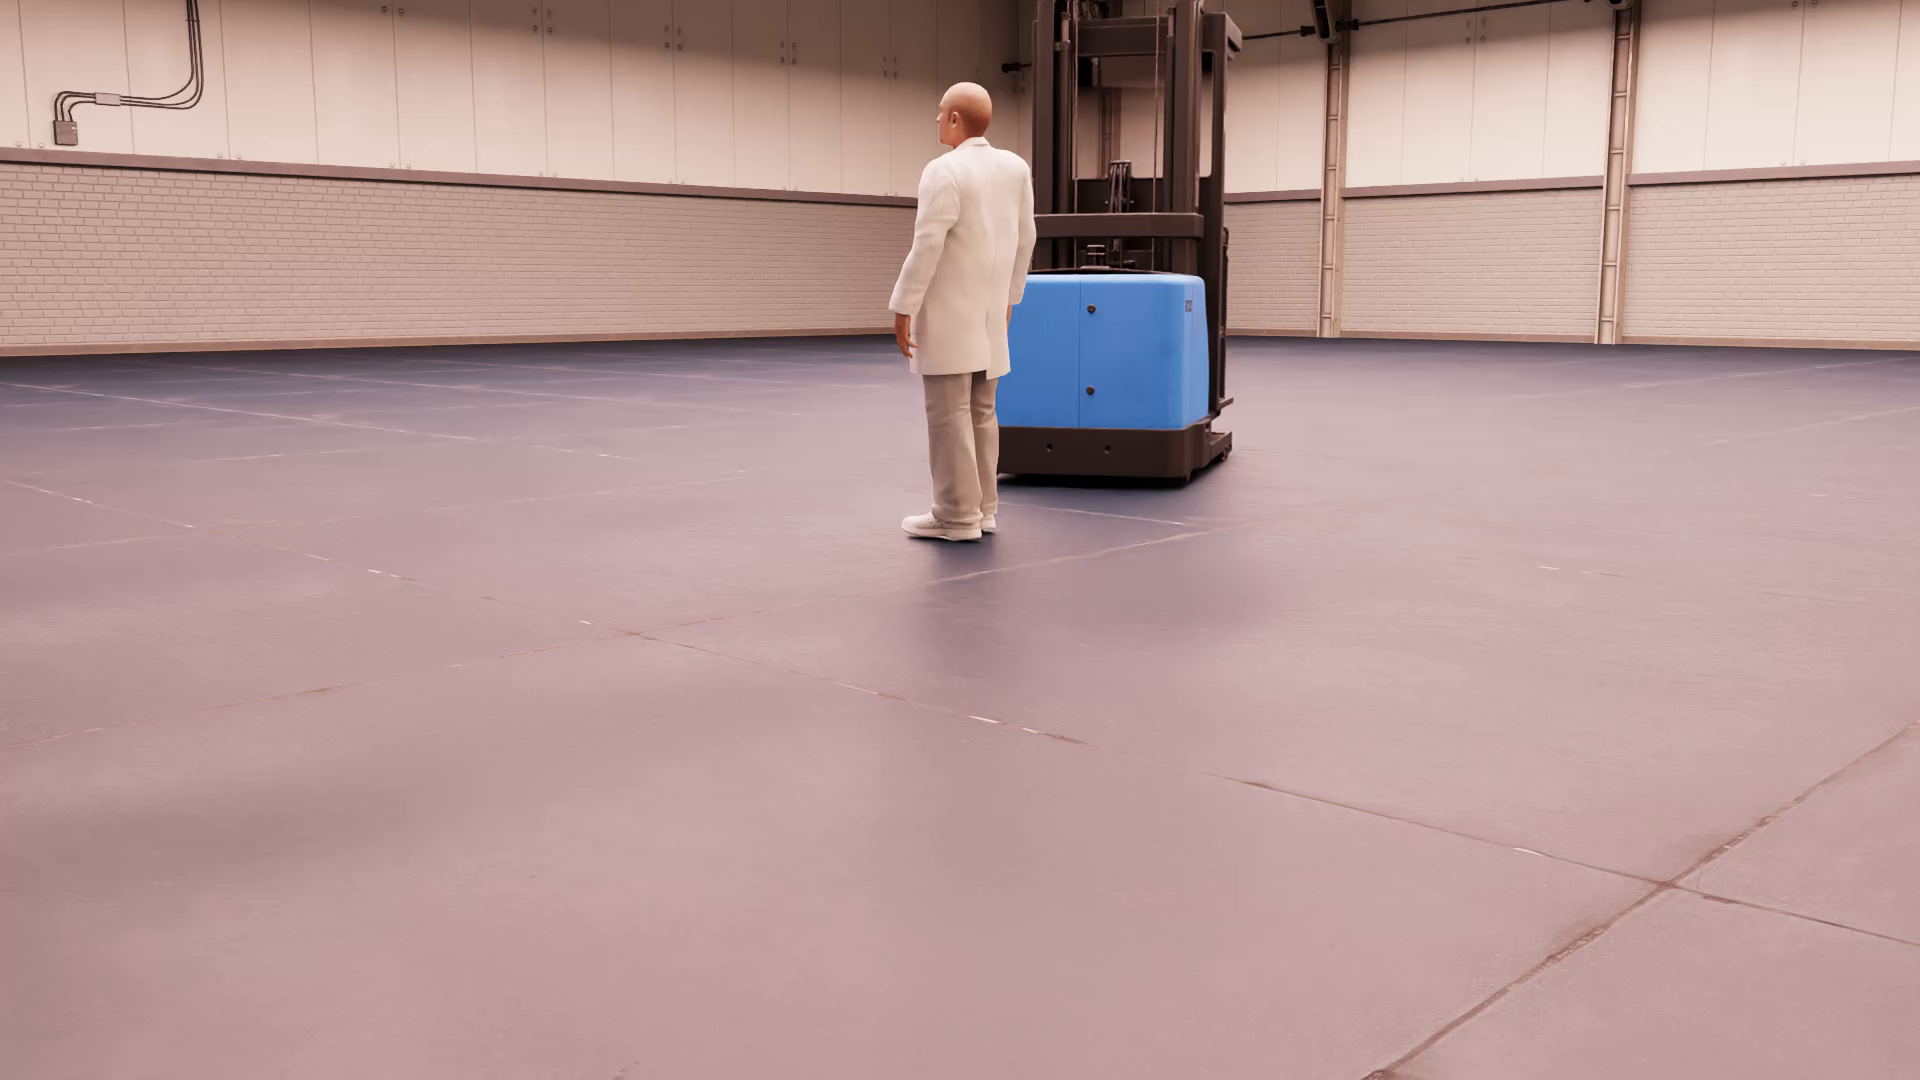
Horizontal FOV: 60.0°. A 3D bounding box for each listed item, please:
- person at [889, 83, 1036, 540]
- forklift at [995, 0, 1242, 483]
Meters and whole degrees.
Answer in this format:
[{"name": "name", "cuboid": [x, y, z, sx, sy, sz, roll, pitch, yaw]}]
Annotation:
[{"name": "person", "cuboid": [-0.063, -0.896, 6.650, 0.578, 1.778, 0.696, 8, 12, 43]}, {"name": "forklift", "cuboid": [1.012, -1.922, 9.640, 1.130, 2.935, 3.031, 2, 9, 16]}]
